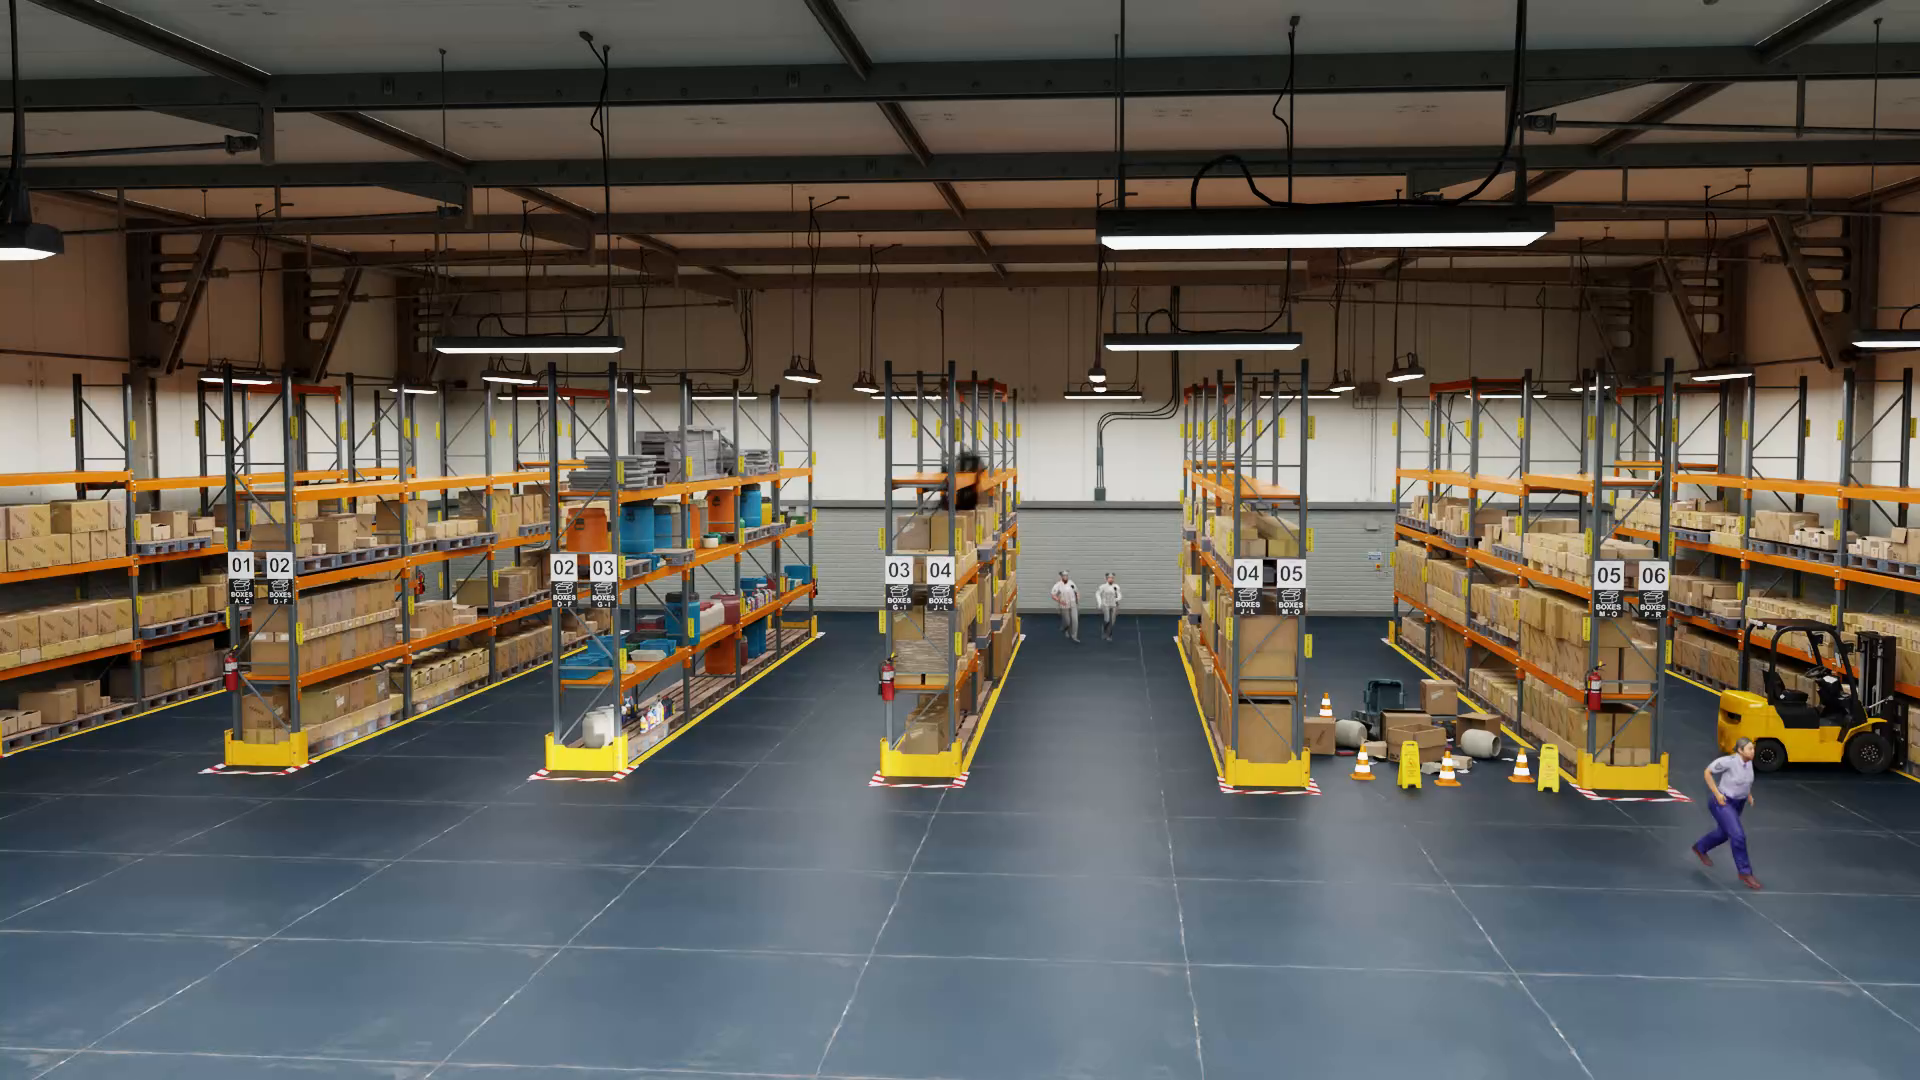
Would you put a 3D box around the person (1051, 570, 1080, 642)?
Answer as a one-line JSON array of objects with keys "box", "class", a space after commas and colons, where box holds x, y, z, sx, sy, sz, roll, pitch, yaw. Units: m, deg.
[{"box": [2.508, 1.550, 39.440, 0.702, 1.721, 0.705, -1, 4, -19], "class": "person"}]

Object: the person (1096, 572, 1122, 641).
[{"box": [3.540, 1.582, 39.291, 0.595, 1.660, 0.587, 0, 4, -5], "class": "person"}]

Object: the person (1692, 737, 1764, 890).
[{"box": [8.544, 2.977, 18.541, 0.628, 1.633, 1.005, -2, 4, -25], "class": "person"}]

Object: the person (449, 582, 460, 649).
[{"box": [-11.053, 1.778, 36.324, 0.593, 1.754, 0.730, 0, 4, -3], "class": "person"}]
